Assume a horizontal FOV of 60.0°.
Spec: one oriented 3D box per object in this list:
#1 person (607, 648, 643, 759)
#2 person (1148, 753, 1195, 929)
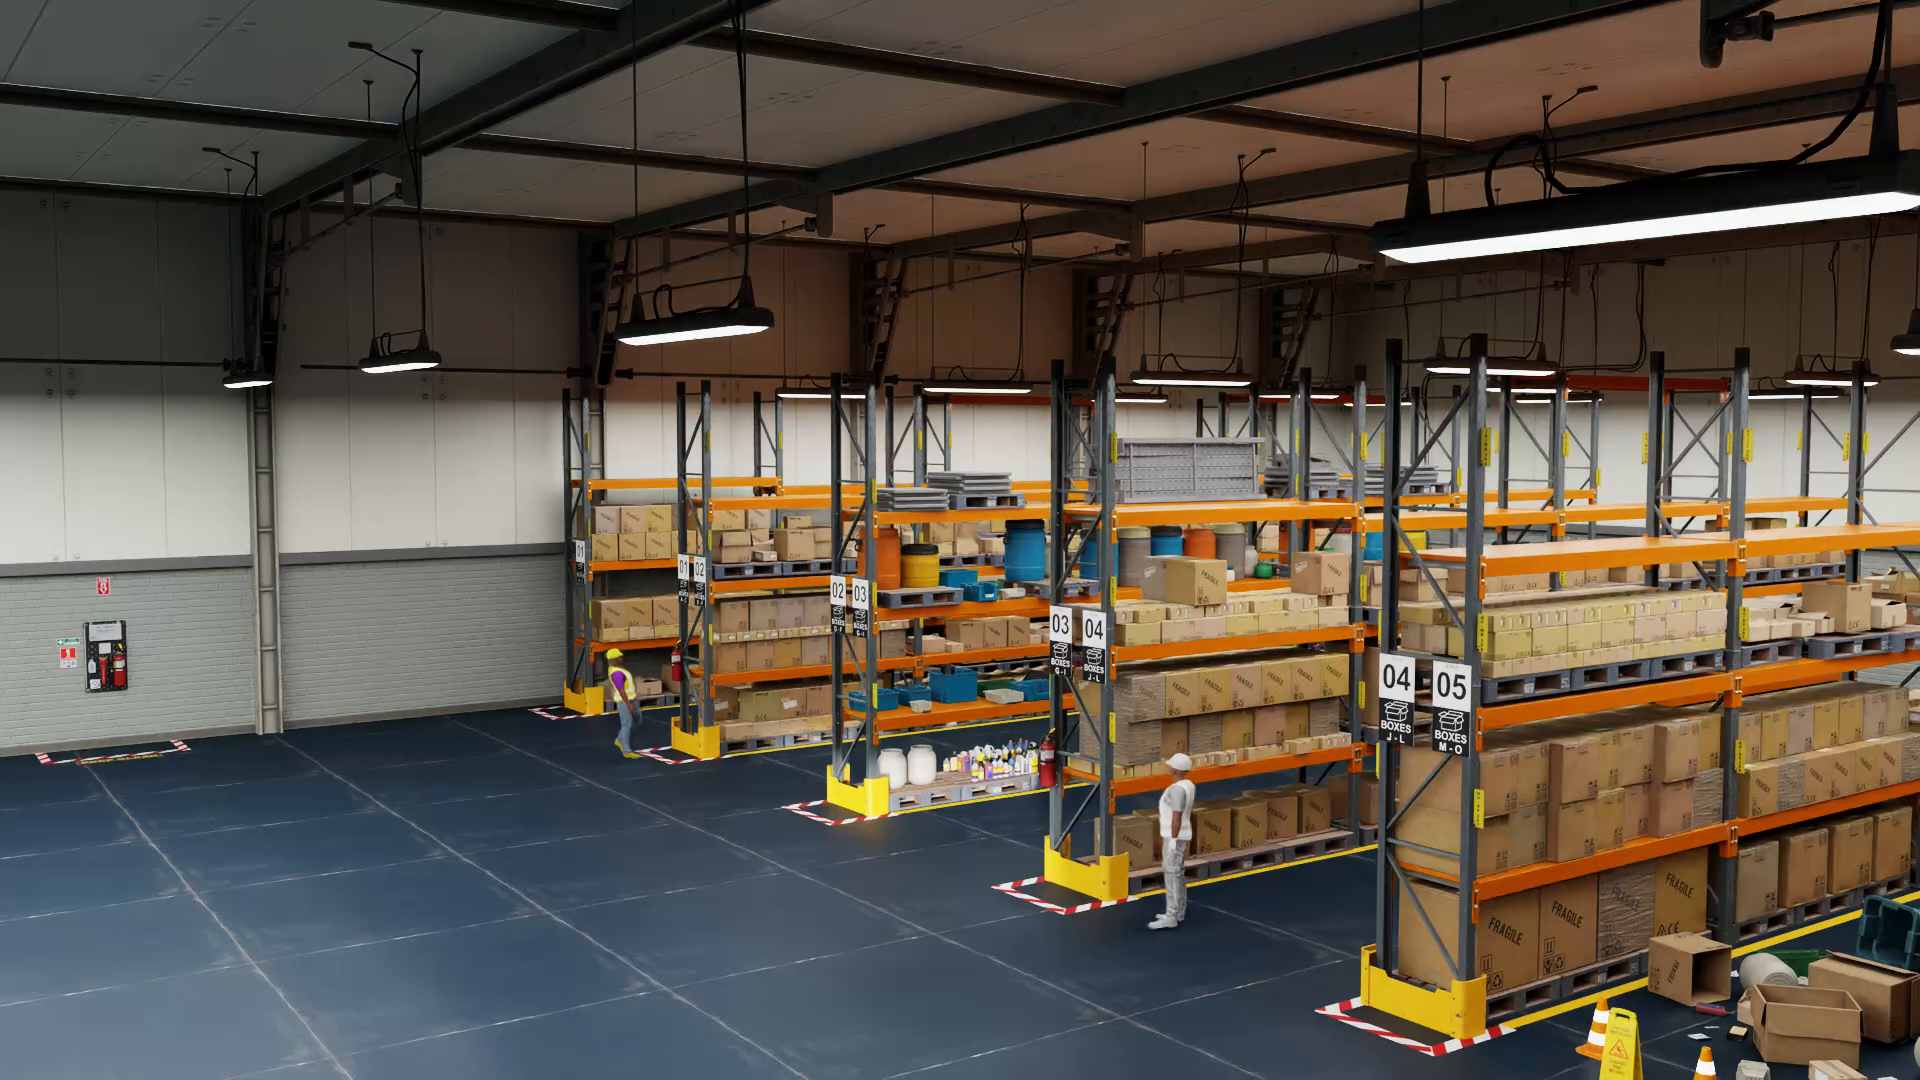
[{"bbox_3d":[-5.348,2.591,26.570,0.582,1.741,0.670,0,4,5],"label":"person"},{"bbox_3d":[2.231,3.146,17.518,0.473,1.793,0.623,0,4,7],"label":"person"}]
